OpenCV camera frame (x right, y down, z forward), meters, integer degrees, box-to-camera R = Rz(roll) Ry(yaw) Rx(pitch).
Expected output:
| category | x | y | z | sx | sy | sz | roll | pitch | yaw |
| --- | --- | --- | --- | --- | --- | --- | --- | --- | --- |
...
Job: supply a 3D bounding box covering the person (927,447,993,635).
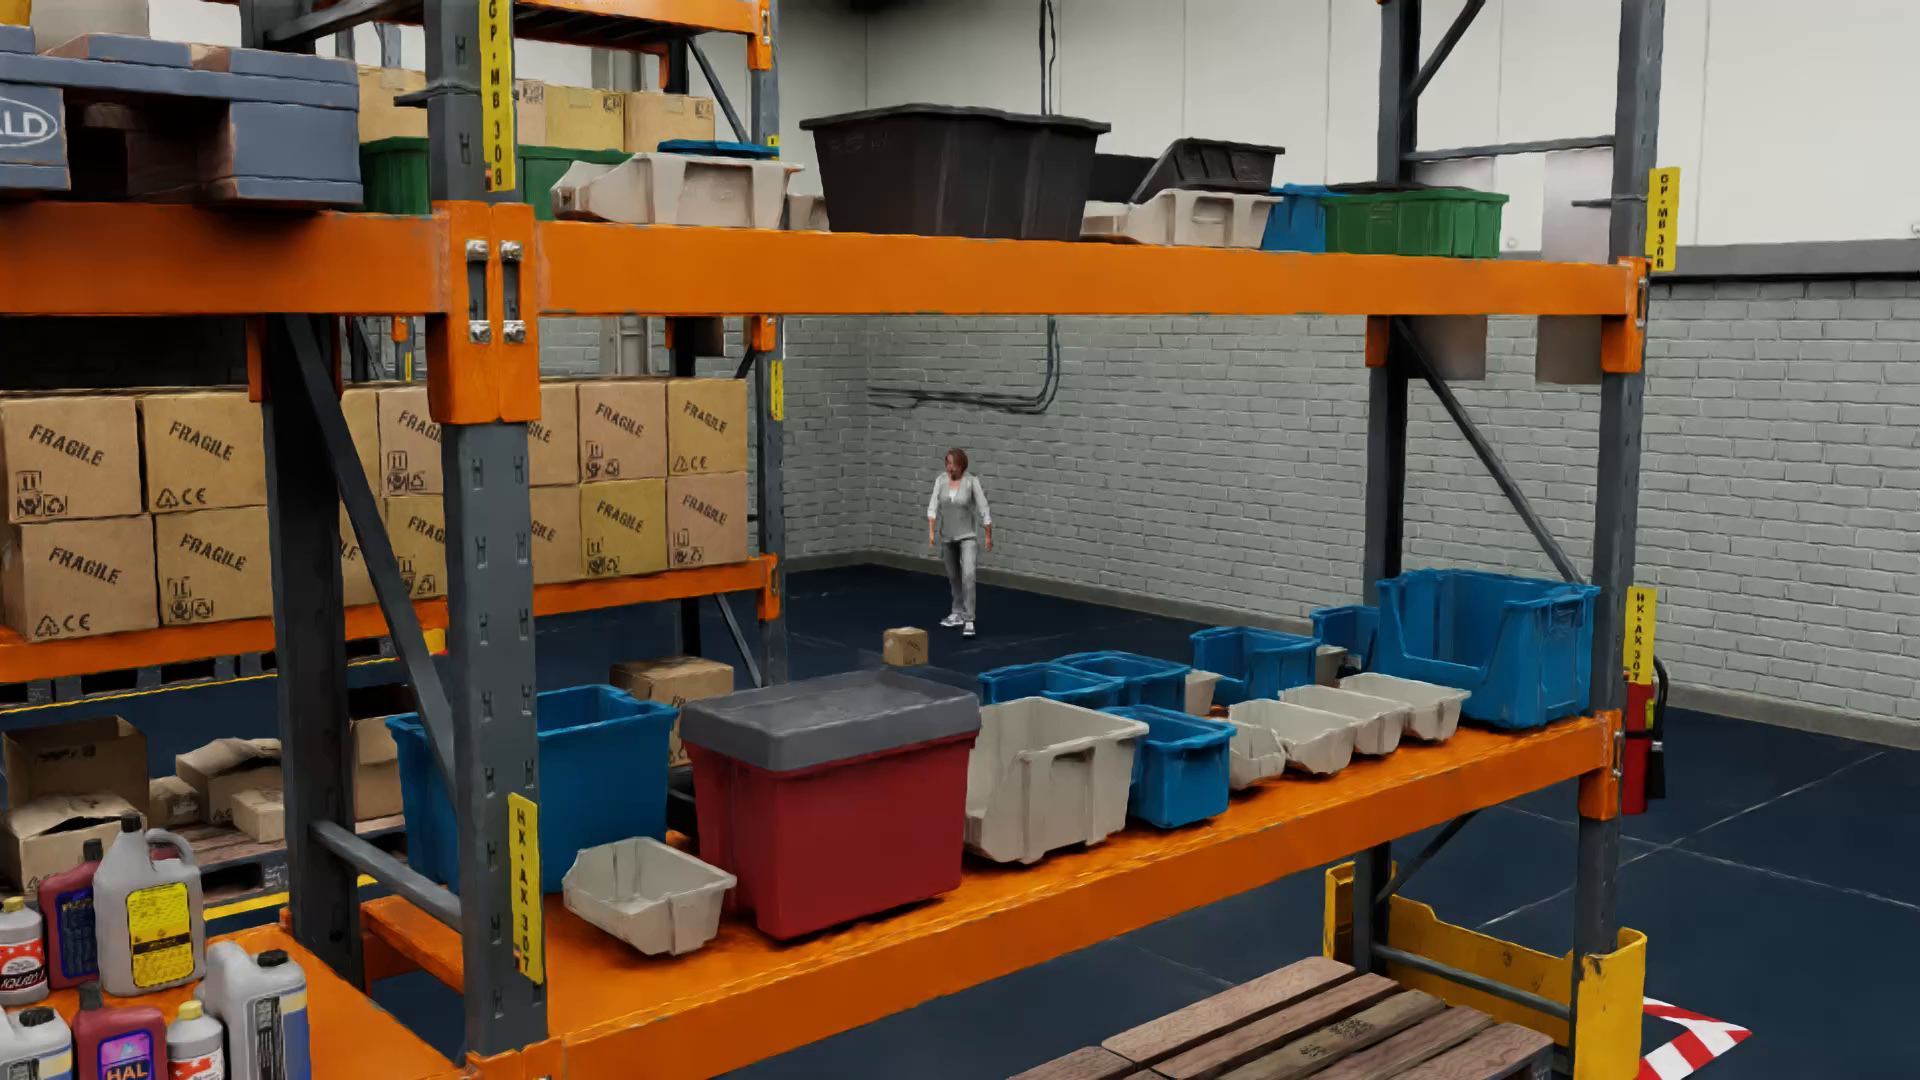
| category | x | y | z | sx | sy | sz | roll | pitch | yaw |
| --- | --- | --- | --- | --- | --- | --- | --- | --- | --- |
| person | -0.004 | -0.010 | 13.947 | 0.522 | 1.556 | 0.657 | 3 | 8 | 22 |
